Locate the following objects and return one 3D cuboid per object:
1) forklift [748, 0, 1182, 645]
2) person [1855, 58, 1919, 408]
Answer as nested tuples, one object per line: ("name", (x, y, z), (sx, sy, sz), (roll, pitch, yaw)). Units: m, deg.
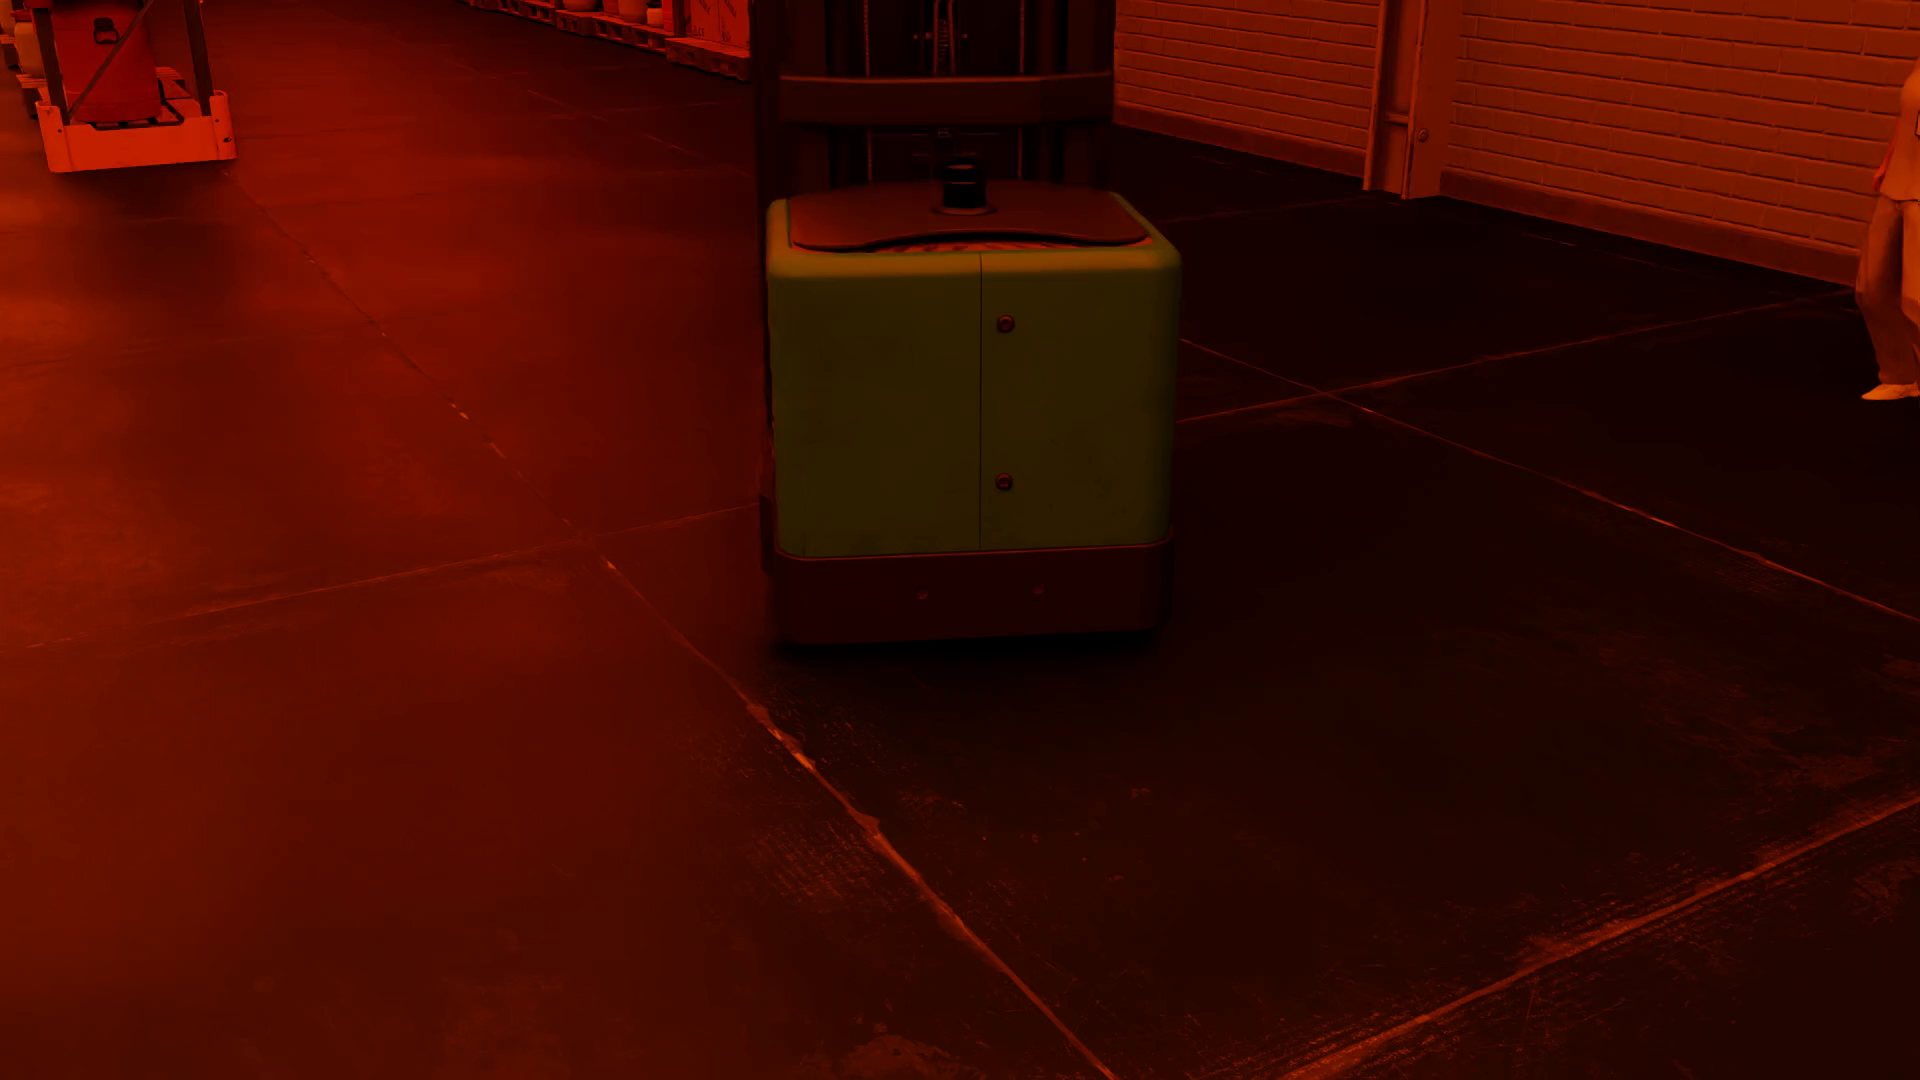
("forklift", (-0.109, -1.606, 5.188), (1.130, 2.935, 3.031), (-2, 22, -6))
("person", (3.595, -1.232, 6.076), (0.461, 1.651, 0.800), (-2, 22, -5))
